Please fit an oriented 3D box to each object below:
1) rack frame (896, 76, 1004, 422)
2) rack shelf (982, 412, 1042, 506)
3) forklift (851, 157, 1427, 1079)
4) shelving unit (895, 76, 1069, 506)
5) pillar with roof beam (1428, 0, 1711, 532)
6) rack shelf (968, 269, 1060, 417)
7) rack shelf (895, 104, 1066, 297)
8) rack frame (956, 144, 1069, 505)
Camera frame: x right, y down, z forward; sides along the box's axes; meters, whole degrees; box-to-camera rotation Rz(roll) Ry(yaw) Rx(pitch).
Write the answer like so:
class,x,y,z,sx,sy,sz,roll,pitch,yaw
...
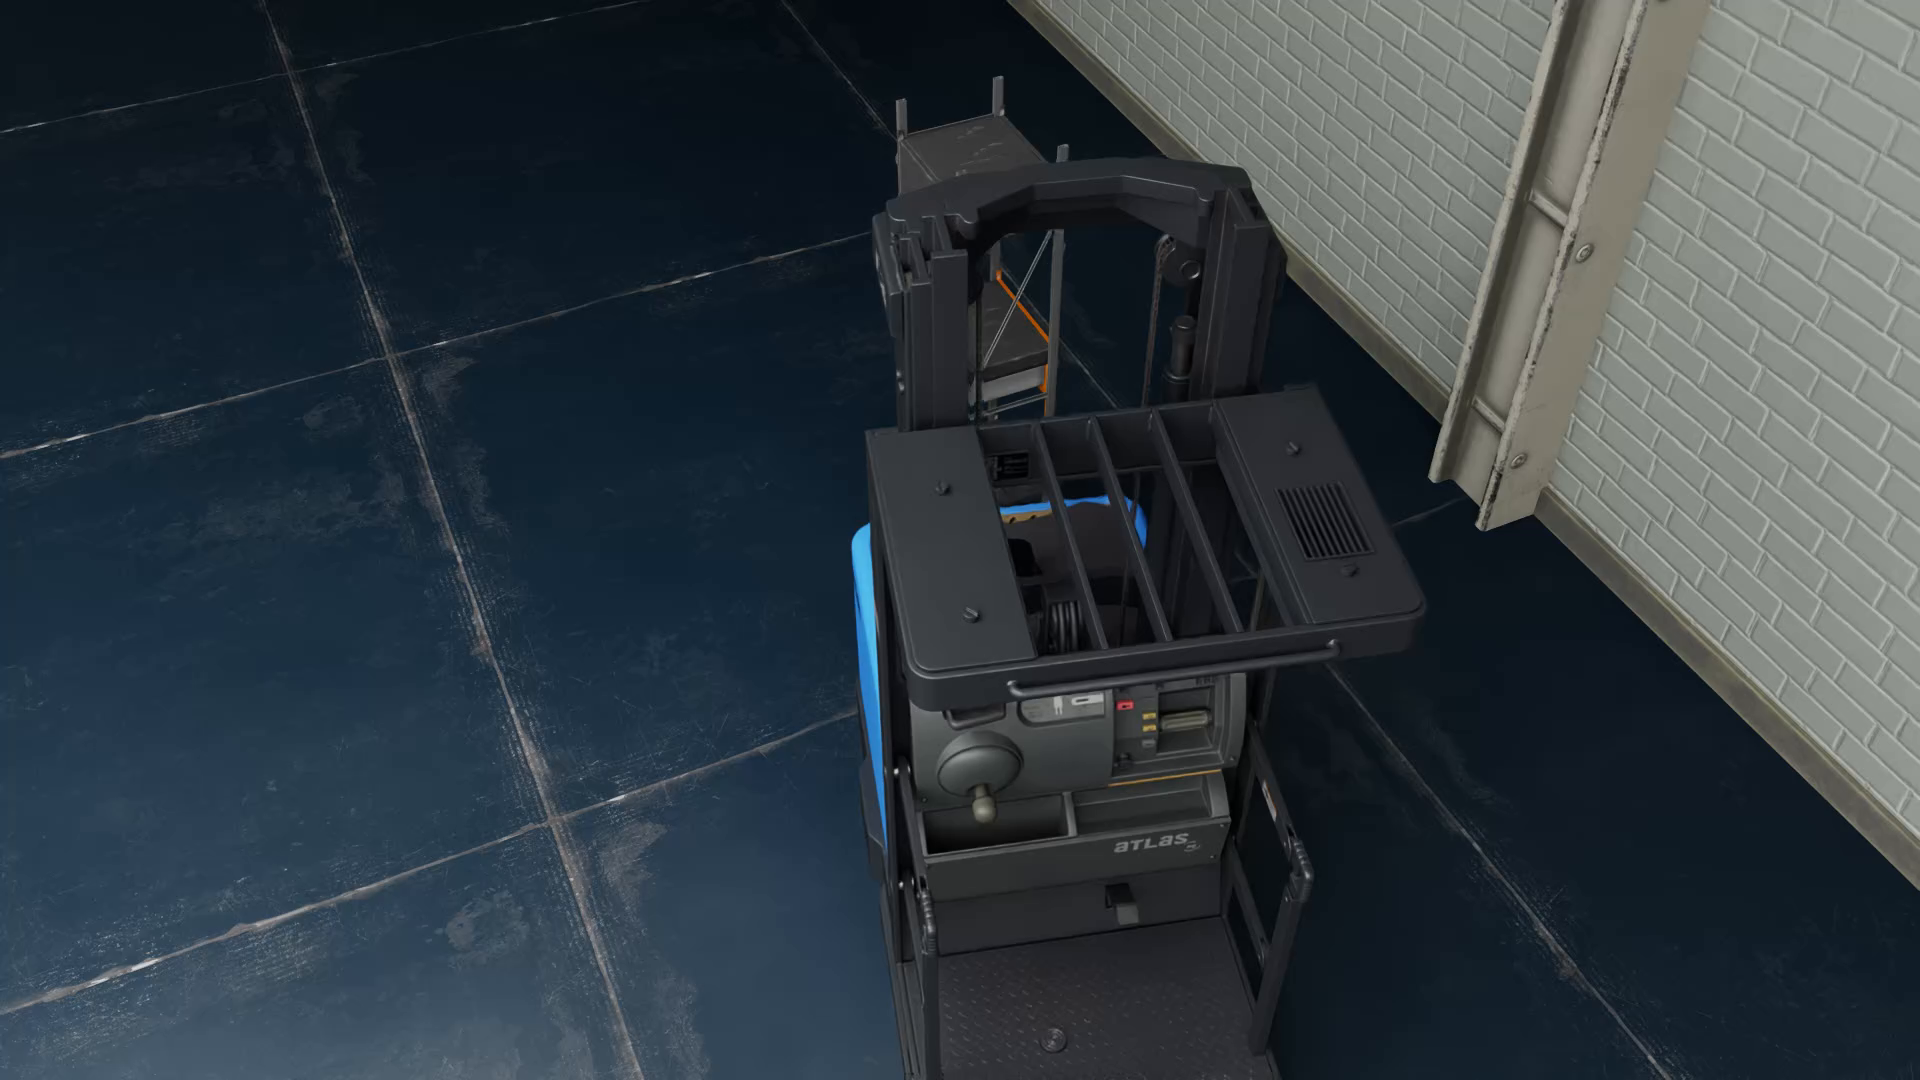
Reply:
class,x,y,z,sx,sy,sz,roll,pitch,yaw
rack frame,-0.033,-0.797,6.432,0.400,2.100,0.015,-18,47,-17
rack shelf,0.070,-0.134,6.776,0.431,0.518,0.480,-18,47,-17
forklift,0.365,0.627,4.397,1.130,2.935,3.031,-7,45,-7
shelving unit,0.070,-0.642,6.274,0.431,2.100,0.503,-18,47,-17
pillar with roof beam,-1.603,-2.138,2.878,9.100,9.000,0.400,-18,47,-17
rack shelf,0.070,-0.632,6.284,0.431,0.518,0.480,-18,47,-17
rack shelf,0.070,-1.130,5.792,0.431,0.518,0.480,-18,47,-17
rack frame,0.172,-0.486,6.117,0.400,2.100,0.015,-18,47,-17
